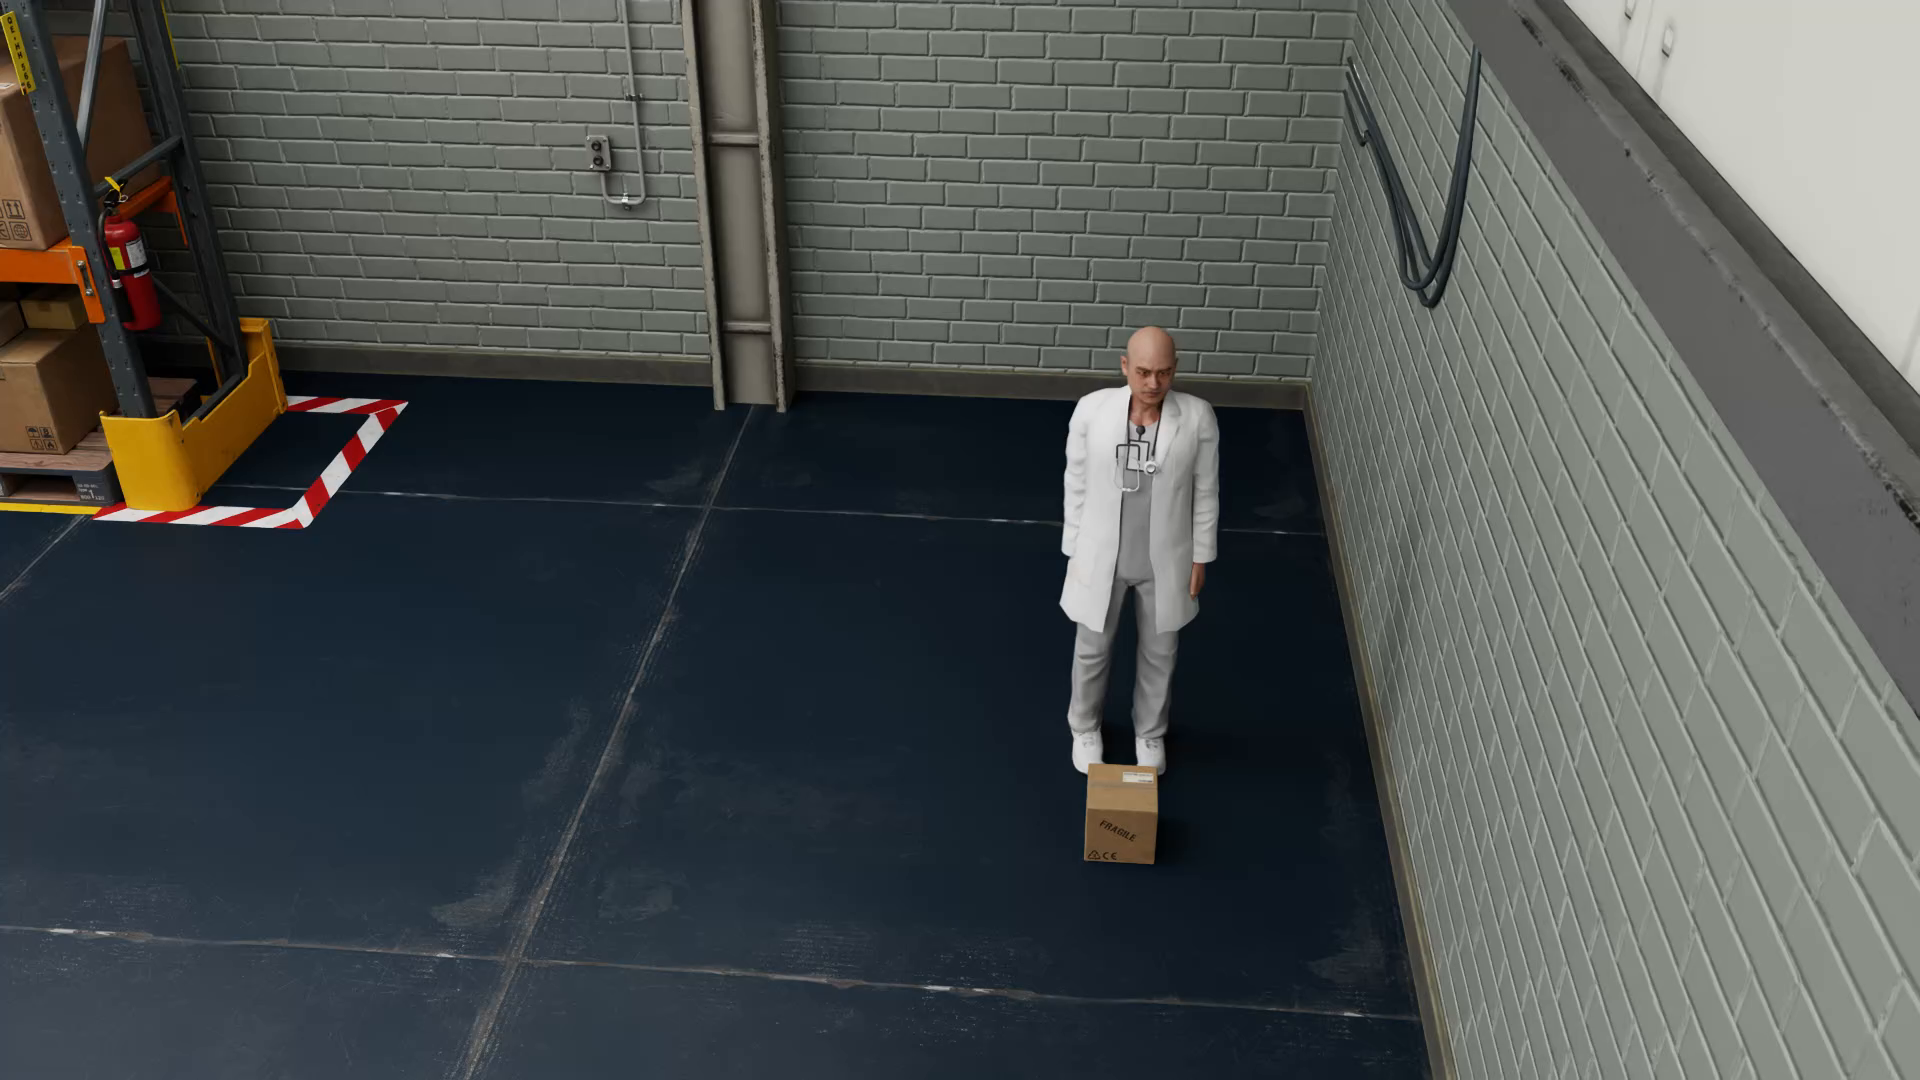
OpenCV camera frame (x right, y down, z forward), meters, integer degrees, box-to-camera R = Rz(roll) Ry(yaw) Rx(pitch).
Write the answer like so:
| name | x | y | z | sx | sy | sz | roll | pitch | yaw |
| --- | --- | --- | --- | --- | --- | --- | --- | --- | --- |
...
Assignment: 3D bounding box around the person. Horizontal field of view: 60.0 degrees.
| name | x | y | z | sx | sy | sz | roll | pitch | yaw |
| --- | --- | --- | --- | --- | --- | --- | --- | --- | --- |
| person | 0.647 | 0.078 | 6.046 | 0.564 | 1.756 | 0.380 | 3 | 32 | 5 |
